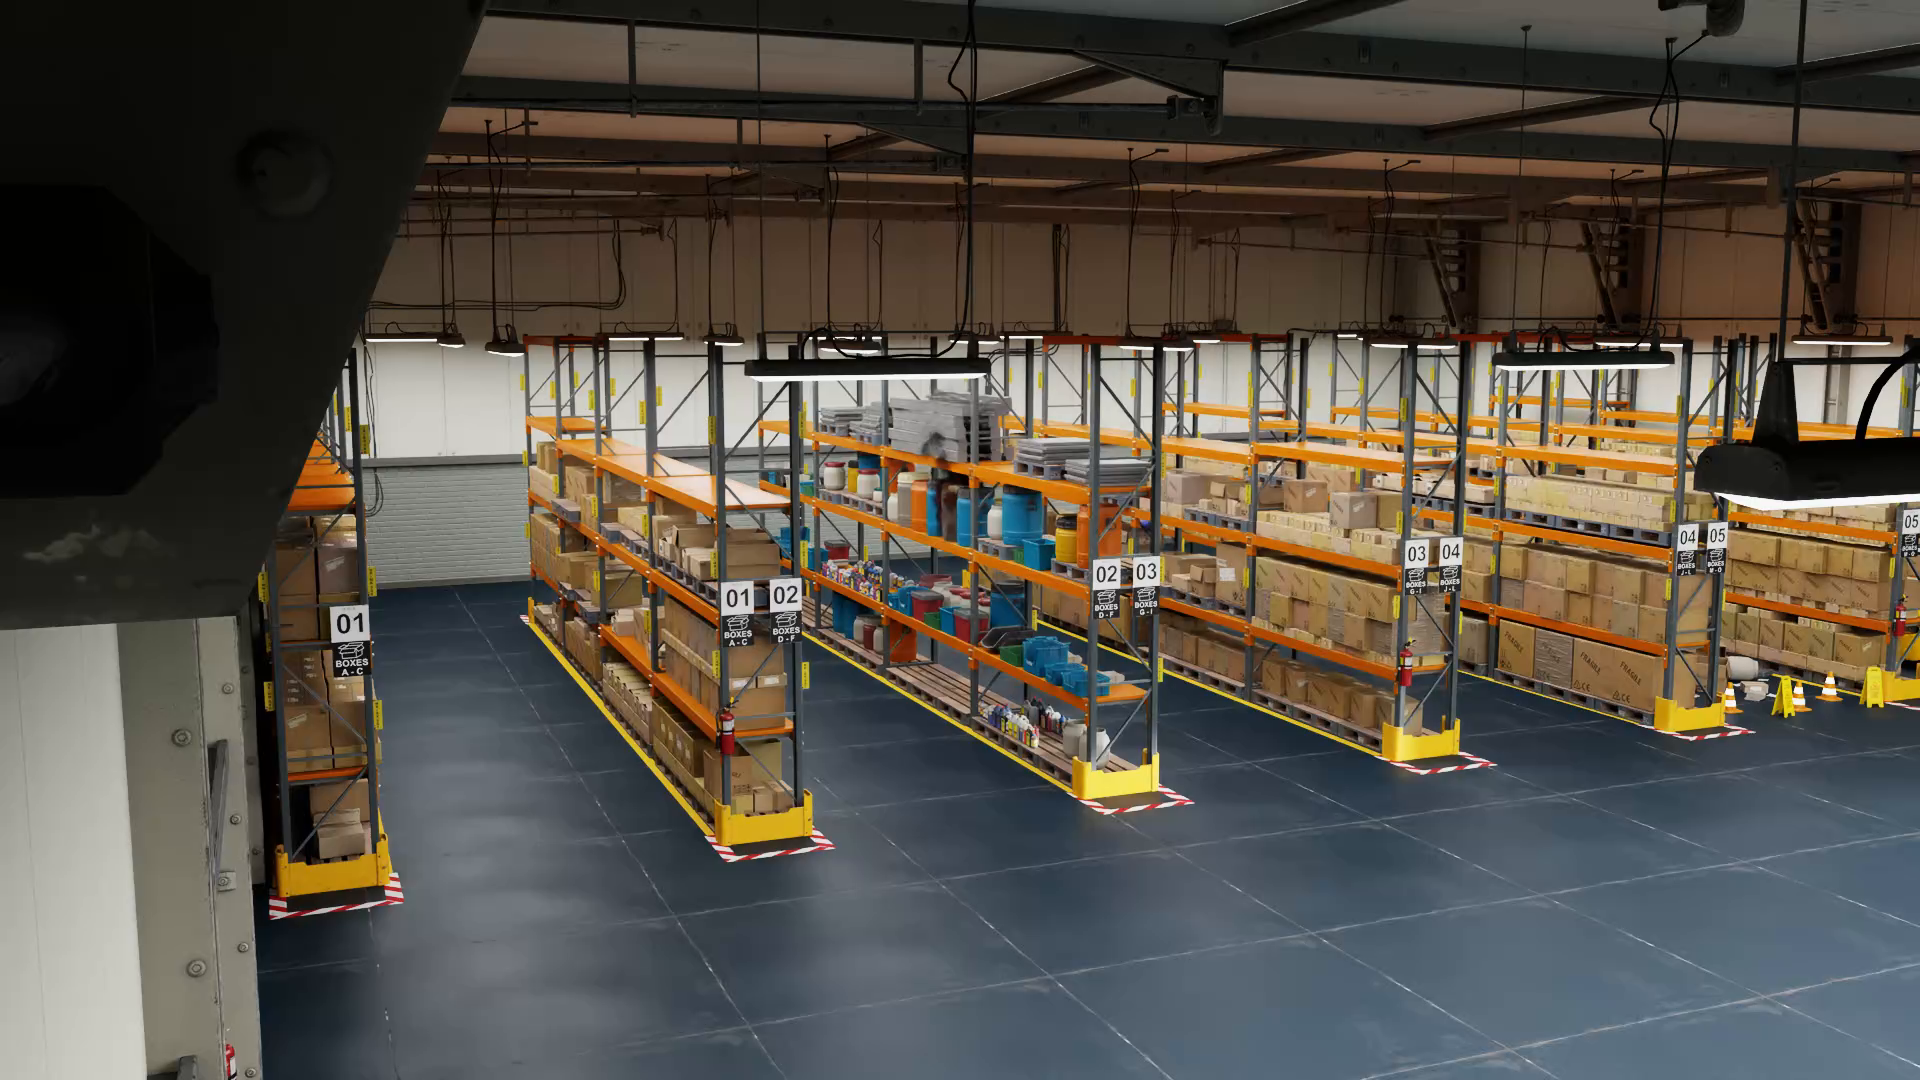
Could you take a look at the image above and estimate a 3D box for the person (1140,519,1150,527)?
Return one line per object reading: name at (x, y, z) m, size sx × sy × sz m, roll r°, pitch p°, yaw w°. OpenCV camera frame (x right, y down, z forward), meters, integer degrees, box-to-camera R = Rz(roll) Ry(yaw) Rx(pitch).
person at (4.615, 0.013, 41.557) m, size 0.579 × 1.648 × 0.803 m, roll 5°, pitch 9°, yaw 32°
